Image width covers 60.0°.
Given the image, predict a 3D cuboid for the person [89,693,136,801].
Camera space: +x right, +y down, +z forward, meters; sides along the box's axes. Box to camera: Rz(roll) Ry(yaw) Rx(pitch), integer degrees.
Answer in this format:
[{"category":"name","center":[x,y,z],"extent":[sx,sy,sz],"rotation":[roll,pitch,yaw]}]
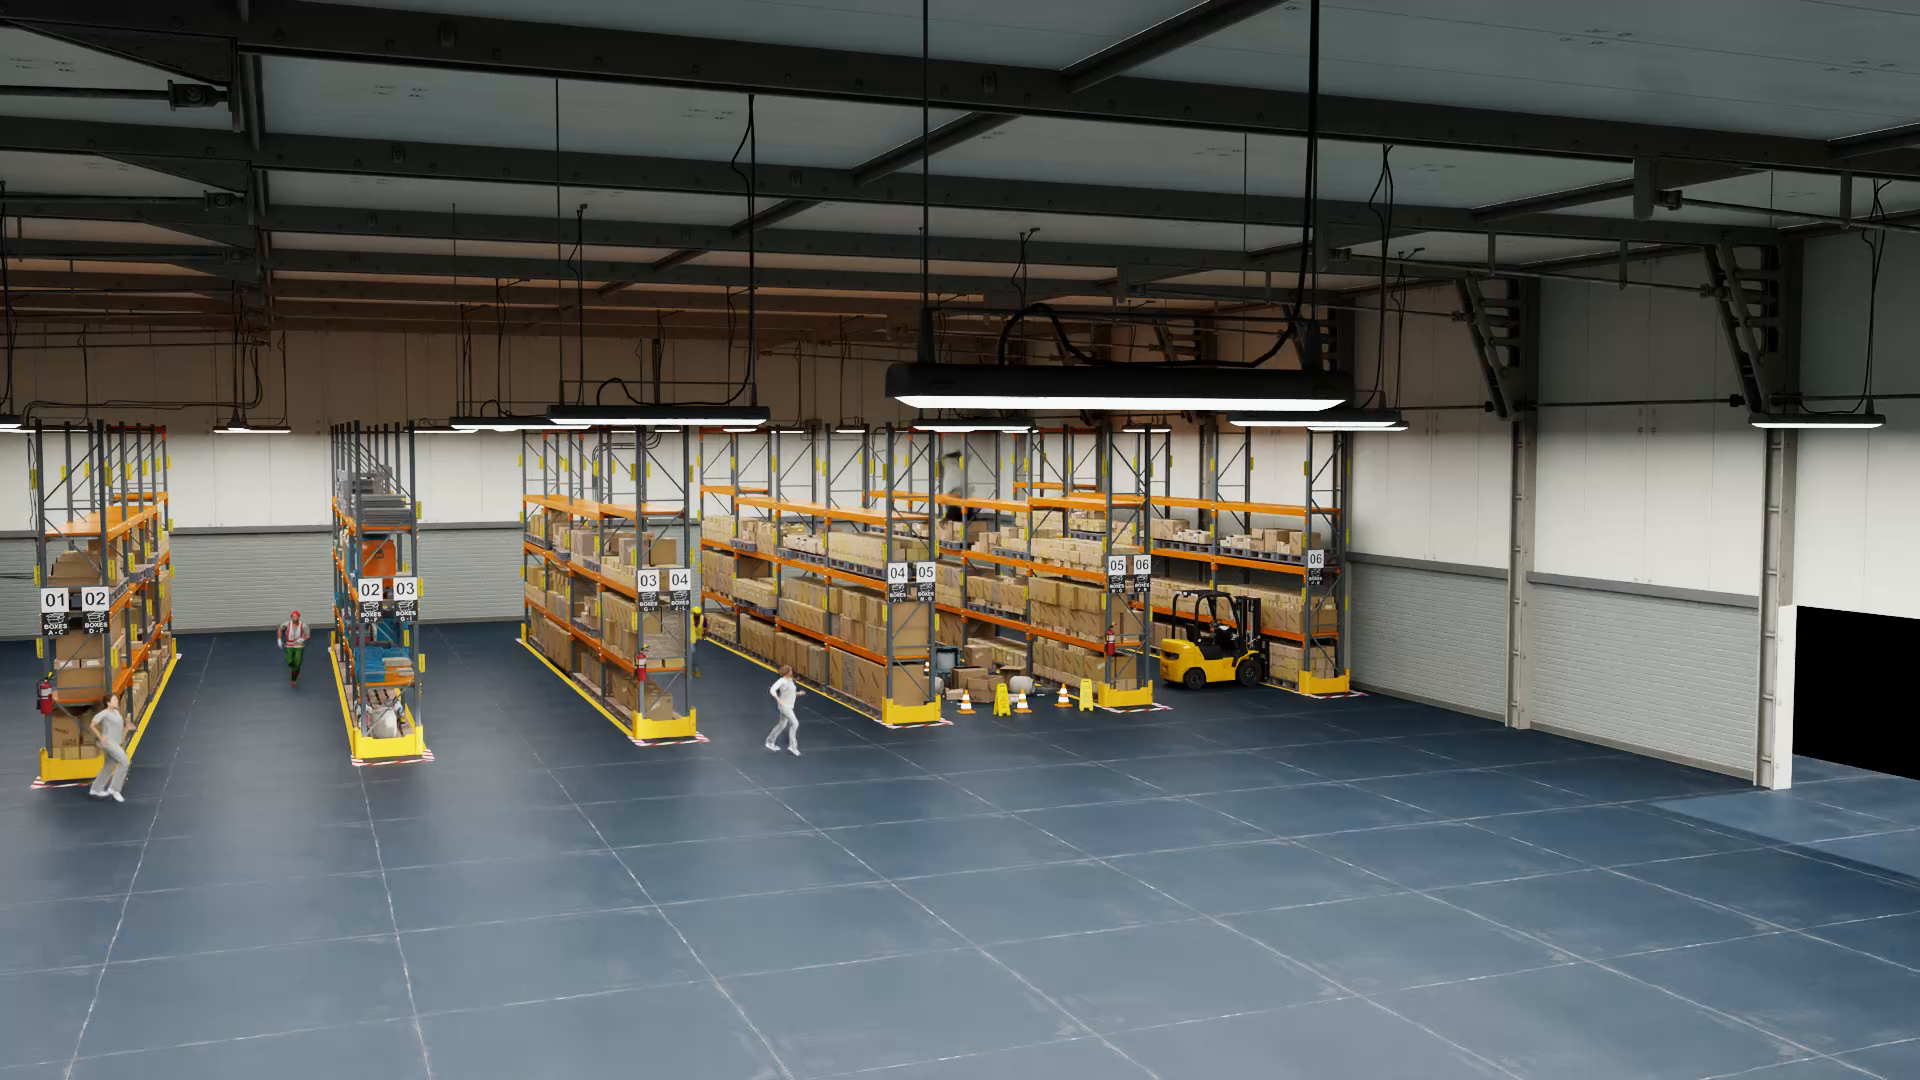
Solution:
[{"category":"person","center":[-13.358,3.259,26.179],"extent":[0.726,1.708,0.542],"rotation":[0,4,-6]}]

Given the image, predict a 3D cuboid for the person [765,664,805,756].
[{"category":"person","center":[-3.152,3.055,29.906],"extent":[0.736,1.647,0.522],"rotation":[0,4,6]}]

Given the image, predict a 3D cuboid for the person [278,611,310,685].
[{"category":"person","center":[-15.294,2.480,38.174],"extent":[0.709,1.728,0.665],"rotation":[-1,4,-18]}]

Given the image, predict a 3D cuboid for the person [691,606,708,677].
[{"category":"person","center":[-6.448,2.413,39.906],"extent":[0.745,1.715,1.061],"rotation":[-2,4,-29]}]

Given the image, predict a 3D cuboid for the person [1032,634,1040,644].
[{"category":"person","center":[1.942,1.904,43.601],"extent":[0.619,1.637,0.493],"rotation":[-2,4,-34]}]
